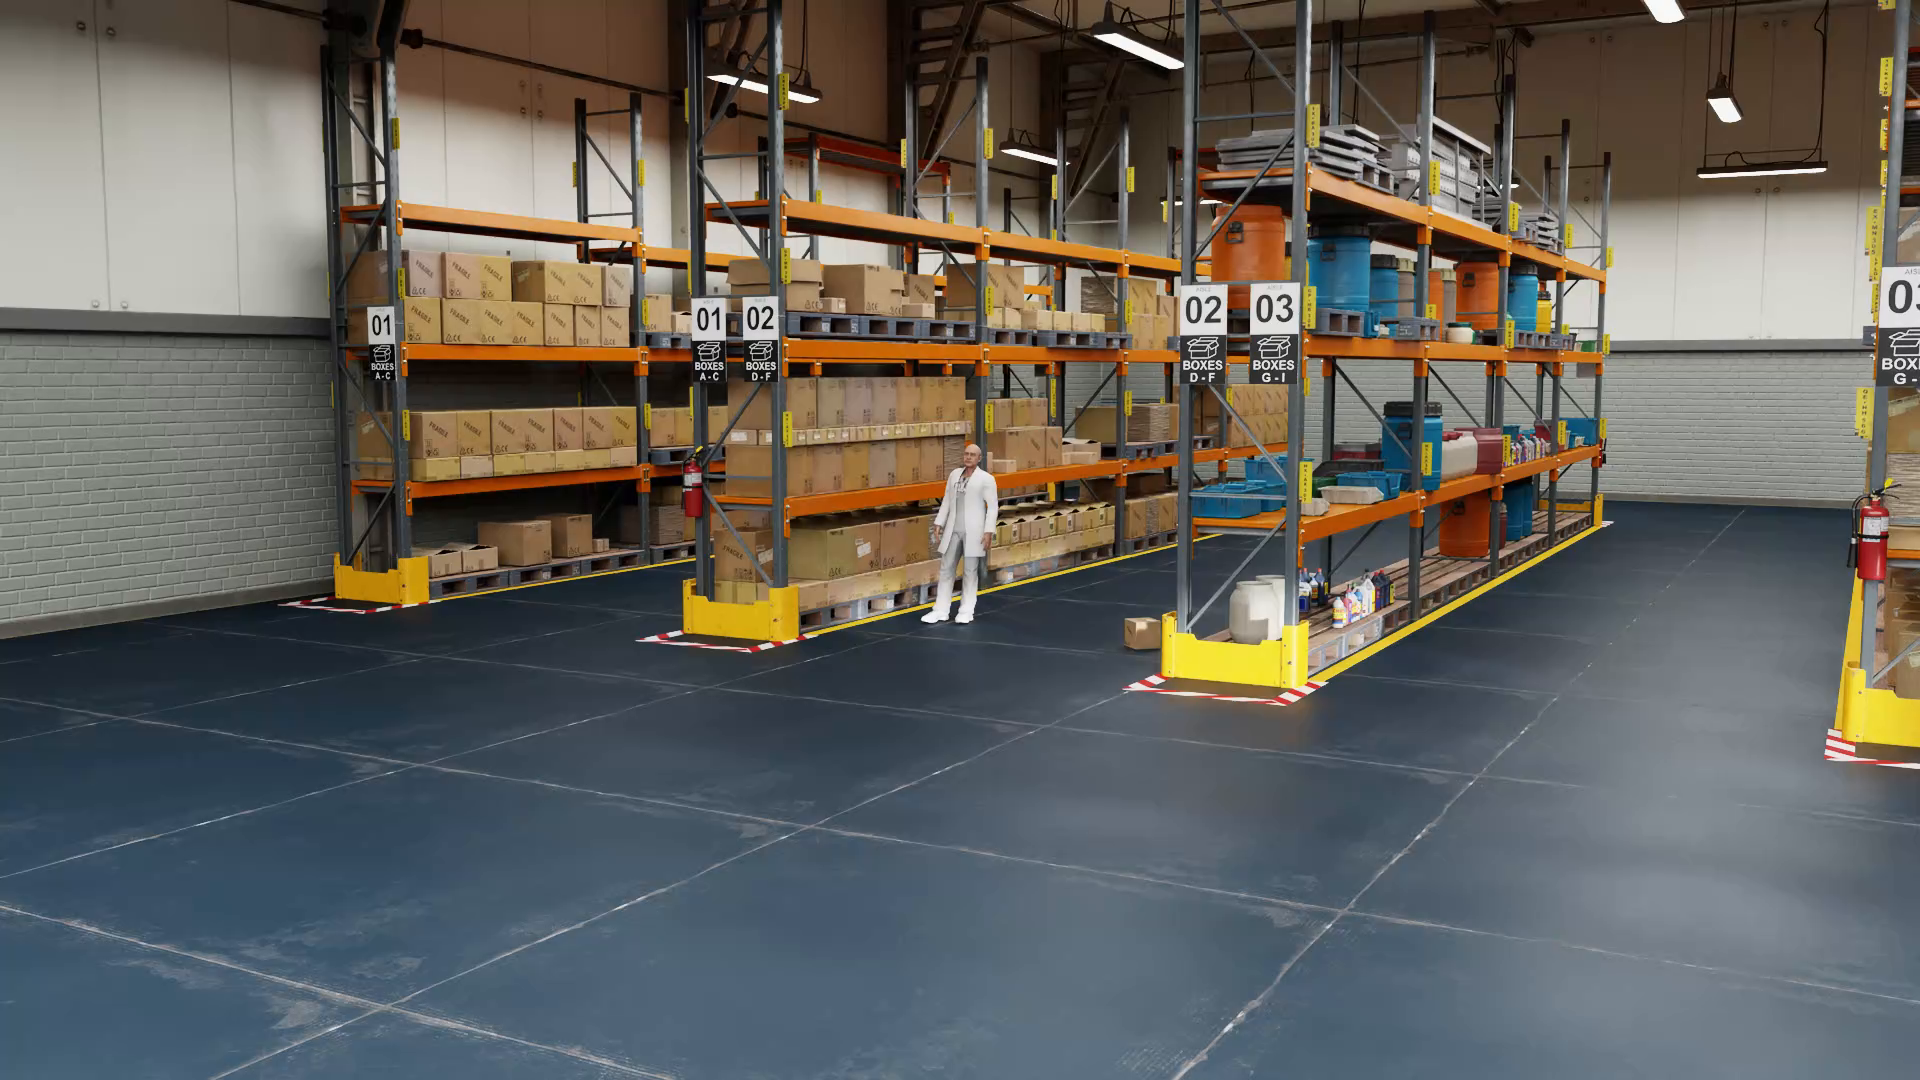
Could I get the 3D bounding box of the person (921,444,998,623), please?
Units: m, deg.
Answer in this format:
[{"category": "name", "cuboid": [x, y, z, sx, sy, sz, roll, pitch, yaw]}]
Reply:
[{"category": "person", "cuboid": [0.010, -0.063, 16.599, 0.695, 1.775, 0.582, 3, 7, 29]}]
